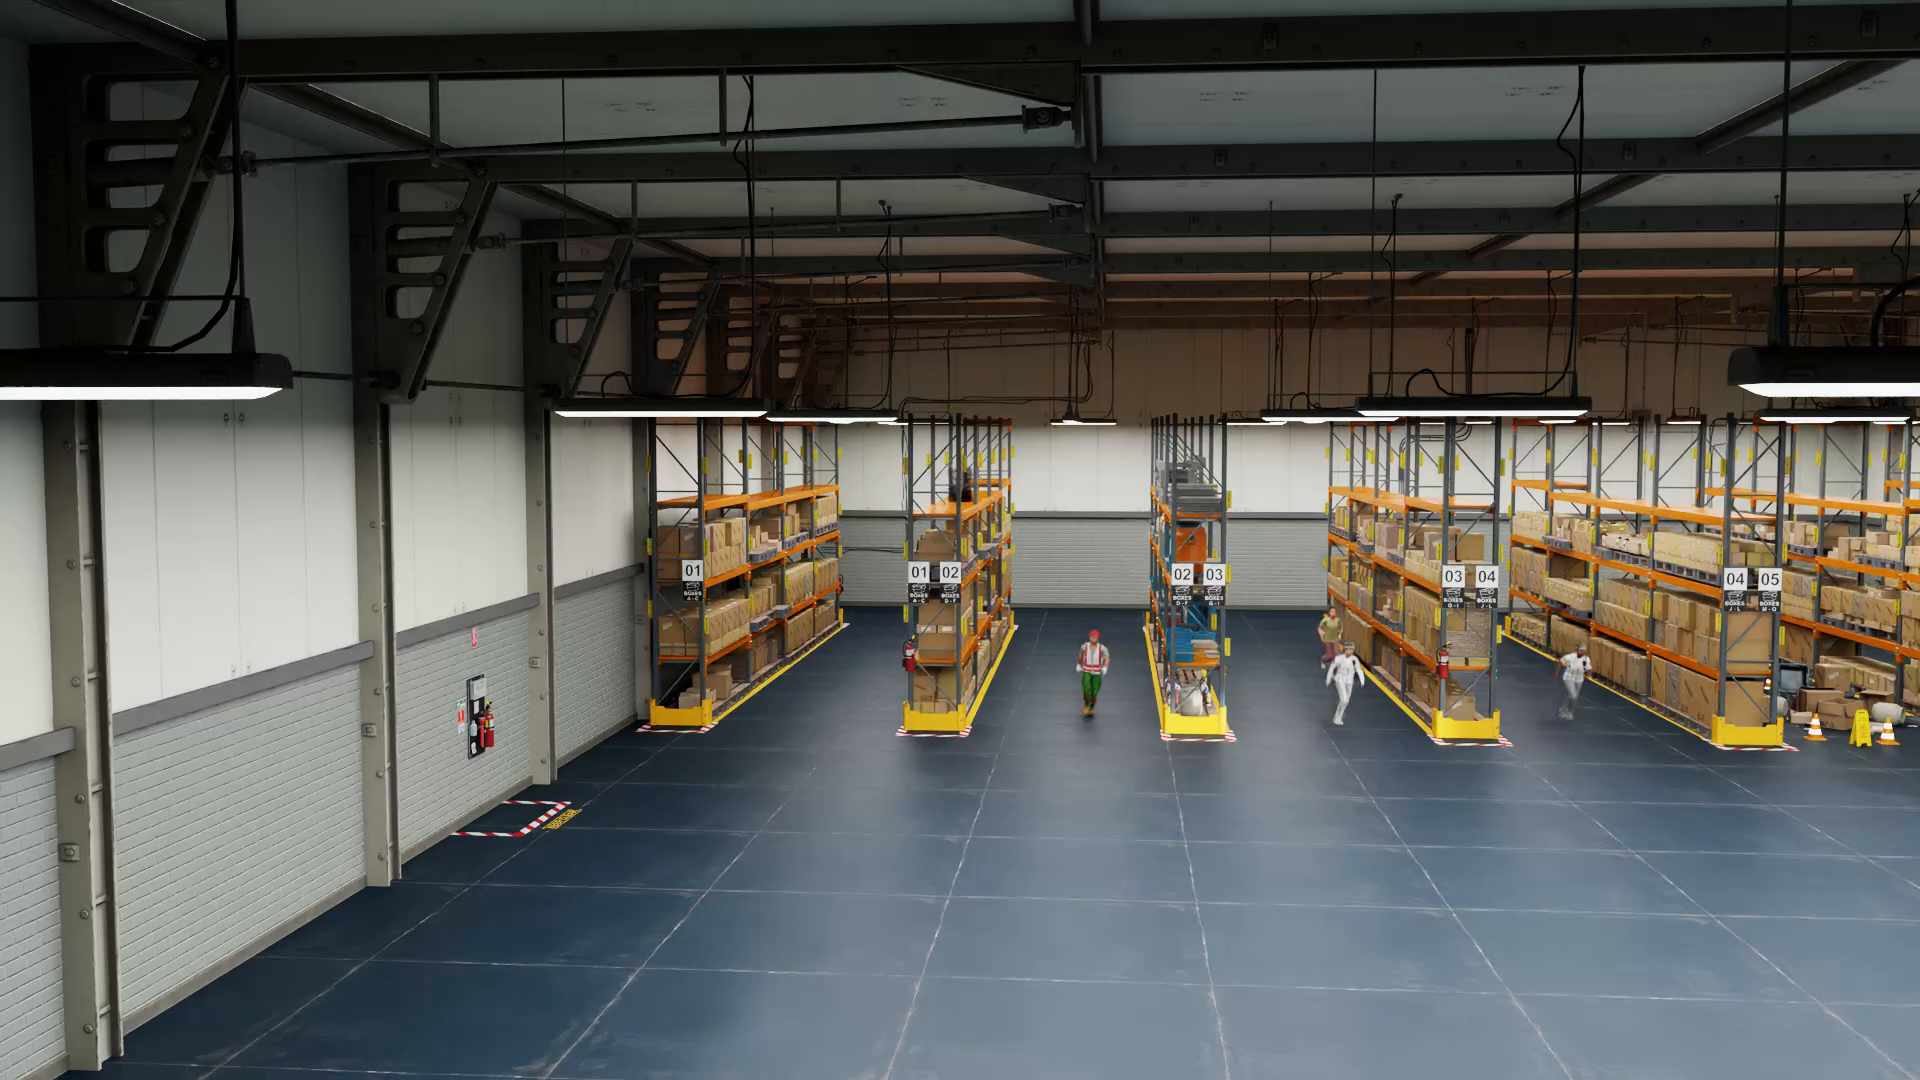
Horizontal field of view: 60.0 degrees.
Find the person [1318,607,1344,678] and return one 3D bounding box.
[{"bbox_3d":[8.569,2.342,38.426,0.591,1.625,0.614,-1,4,-8],"label":"person"}]

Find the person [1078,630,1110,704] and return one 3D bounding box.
[{"bbox_3d":[-1.089,2.321,35.807,8.115,1.516,6.447,0,4,0],"label":"person"}]

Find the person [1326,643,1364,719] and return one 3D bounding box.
[{"bbox_3d":[7.384,2.718,31.821,0.490,1.549,0.762,-1,4,-13],"label":"person"}]

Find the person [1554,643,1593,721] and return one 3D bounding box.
[{"bbox_3d":[11.966,2.748,32.406,0.584,1.545,0.952,-1,4,-8],"label":"person"}]
